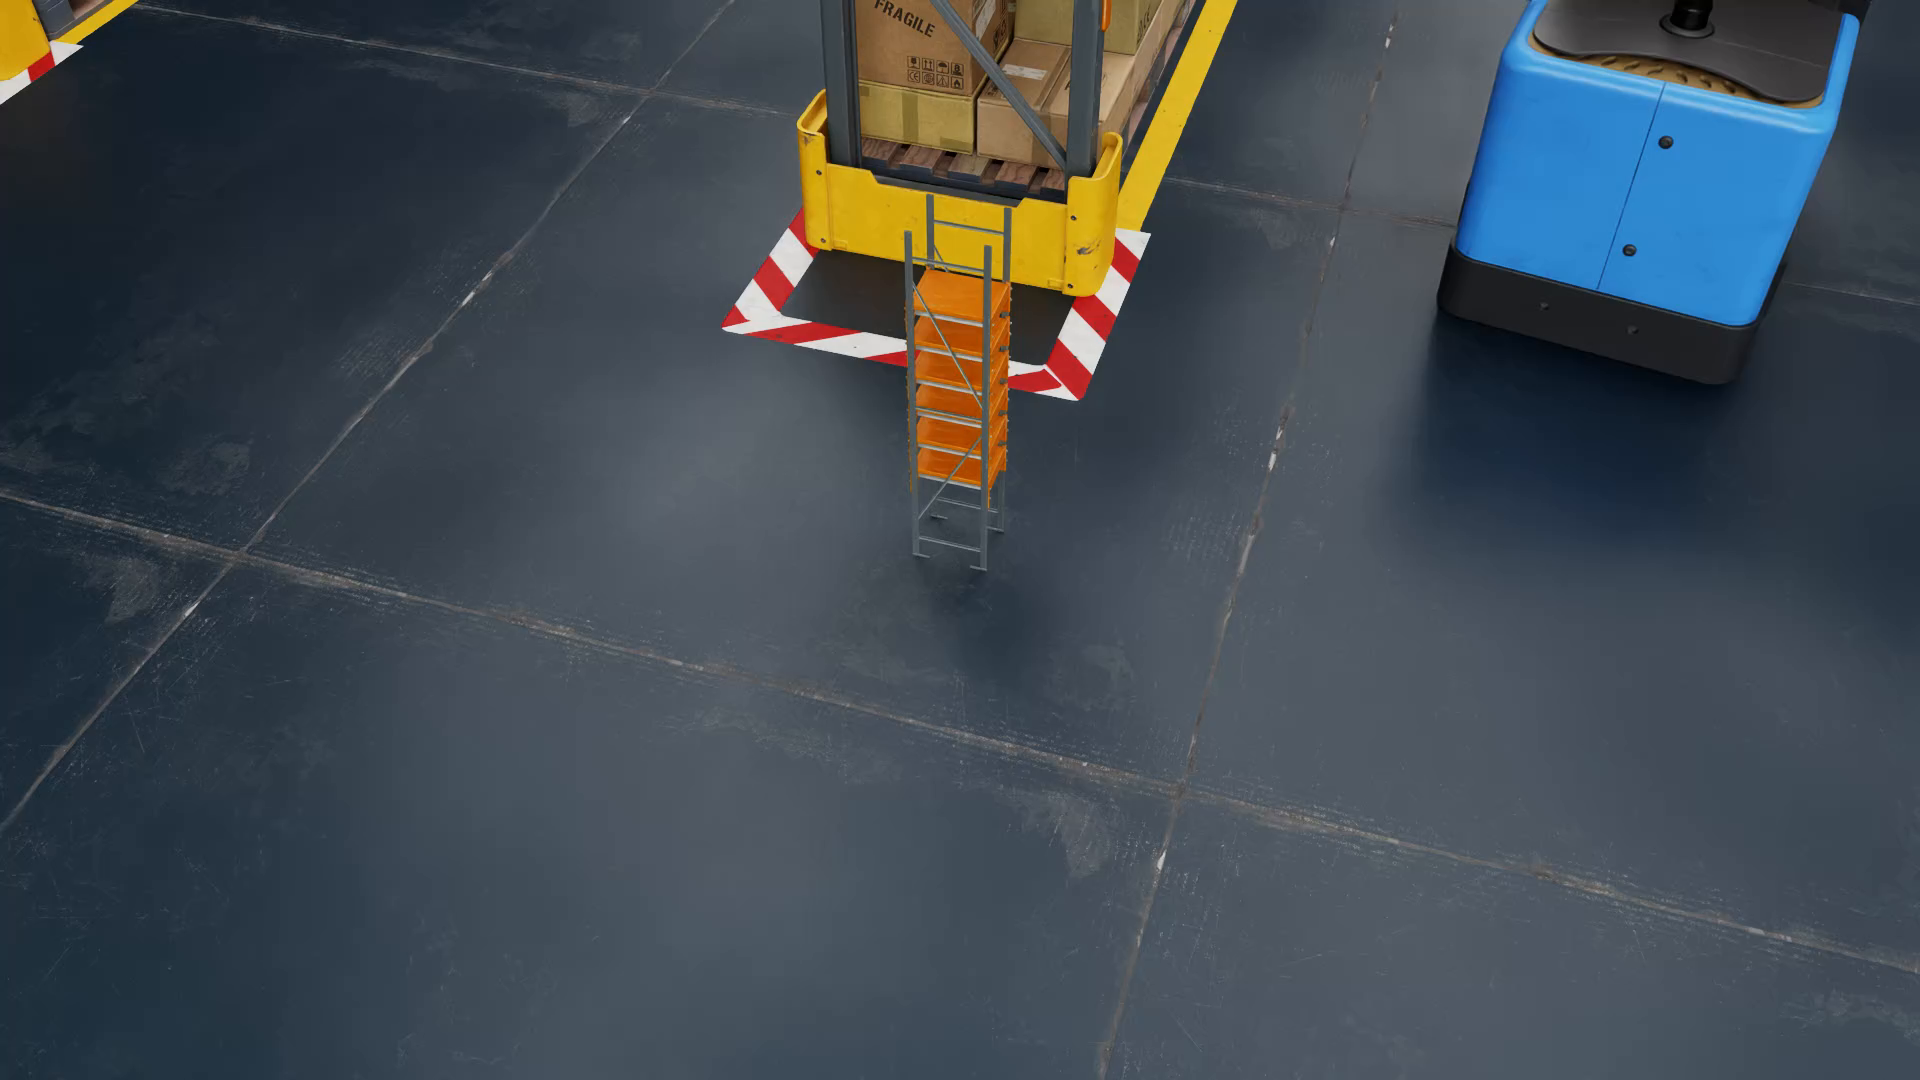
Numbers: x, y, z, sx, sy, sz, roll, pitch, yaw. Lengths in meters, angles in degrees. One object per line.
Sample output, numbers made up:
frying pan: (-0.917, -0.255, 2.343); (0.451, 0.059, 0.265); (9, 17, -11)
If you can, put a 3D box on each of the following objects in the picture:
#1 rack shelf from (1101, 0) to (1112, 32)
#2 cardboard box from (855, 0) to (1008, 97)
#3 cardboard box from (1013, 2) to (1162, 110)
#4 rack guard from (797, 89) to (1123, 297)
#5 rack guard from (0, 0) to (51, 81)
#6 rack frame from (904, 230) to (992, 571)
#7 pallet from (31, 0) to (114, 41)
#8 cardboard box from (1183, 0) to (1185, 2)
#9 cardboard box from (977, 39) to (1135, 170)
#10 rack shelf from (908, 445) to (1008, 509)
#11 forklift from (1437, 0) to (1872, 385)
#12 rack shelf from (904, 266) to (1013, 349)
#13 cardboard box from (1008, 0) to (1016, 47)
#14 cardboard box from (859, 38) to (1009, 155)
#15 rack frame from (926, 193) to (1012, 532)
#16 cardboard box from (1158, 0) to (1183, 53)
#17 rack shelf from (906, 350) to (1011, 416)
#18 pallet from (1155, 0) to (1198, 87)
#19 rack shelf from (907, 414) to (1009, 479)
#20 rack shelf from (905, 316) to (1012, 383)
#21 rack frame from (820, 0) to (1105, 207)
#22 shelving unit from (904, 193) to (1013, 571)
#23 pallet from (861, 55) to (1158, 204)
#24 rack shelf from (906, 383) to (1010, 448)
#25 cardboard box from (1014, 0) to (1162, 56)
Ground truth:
rack shelf: (0.608, -3.293, 6.985); (1.077, 0.370, 4.000); (13, 46, 13)
cardboard box: (-0.119, -2.073, 6.354); (0.500, 0.500, 0.500); (13, 46, 13)
cardboard box: (0.525, -2.029, 6.845); (0.500, 0.250, 0.500); (13, 46, 13)
rack guard: (-0.005, -1.308, 6.229); (1.175, 0.500, 0.348); (13, 46, 13)
rack guard: (-4.697, -2.421, 7.367); (1.175, 0.500, 0.348); (13, 46, 13)
rack frame: (-0.032, -0.358, 4.758); (0.240, 1.200, 0.006); (13, 46, 13)
pallet: (-4.417, -2.852, 8.014); (1.003, 0.211, 1.213); (13, 46, 13)
cardboard box: (0.833, -2.695, 7.525); (0.500, 0.250, 0.500); (13, 46, 13)
cardboard box: (0.377, -1.695, 6.503); (0.500, 0.250, 0.500); (13, 46, 13)
rack shelf: (-0.004, -0.216, 5.019); (0.258, 0.103, 0.180); (13, 46, 12)
forklift: (2.840, -2.612, 5.824); (1.130, 2.935, 3.031); (19, 48, 19)
rack shelf: (-0.004, -0.645, 4.600); (0.258, 0.103, 0.180); (13, 46, 12)
cardboard box: (0.023, -2.141, 6.959); (0.500, 0.250, 0.500); (13, 46, 13)
cardboard box: (-0.117, -1.805, 6.615); (0.500, 0.250, 0.500); (13, 46, 13)
rack frame: (0.023, -0.480, 4.883); (0.240, 1.200, 0.006); (13, 46, 13)
cardboard box: (0.676, -2.362, 7.185); (0.500, 0.250, 0.500); (13, 46, 13)
rack shelf: (-0.004, -0.473, 4.768); (0.258, 0.103, 0.180); (13, 46, 12)
pallet: (0.565, -2.550, 7.705); (1.003, 0.211, 1.213); (13, 46, 13)
rack shelf: (-0.004, -0.302, 4.936); (0.258, 0.103, 0.180); (13, 46, 12)
rack shelf: (-0.004, -0.559, 4.684); (0.258, 0.103, 0.180); (13, 46, 12)
rack frame: (0.002, -2.217, 5.371); (1.000, 3.000, 0.127); (13, 46, 13)
shelving unit: (-0.004, -0.419, 4.820); (0.258, 1.200, 0.189); (13, 46, 13)
pallet: (0.194, -1.739, 6.877); (1.003, 0.211, 1.213); (13, 46, 13)
rack shelf: (-0.004, -0.387, 4.852); (0.258, 0.103, 0.180); (13, 46, 12)
cardboard box: (0.526, -2.297, 6.582); (0.500, 0.500, 0.500); (13, 46, 13)
